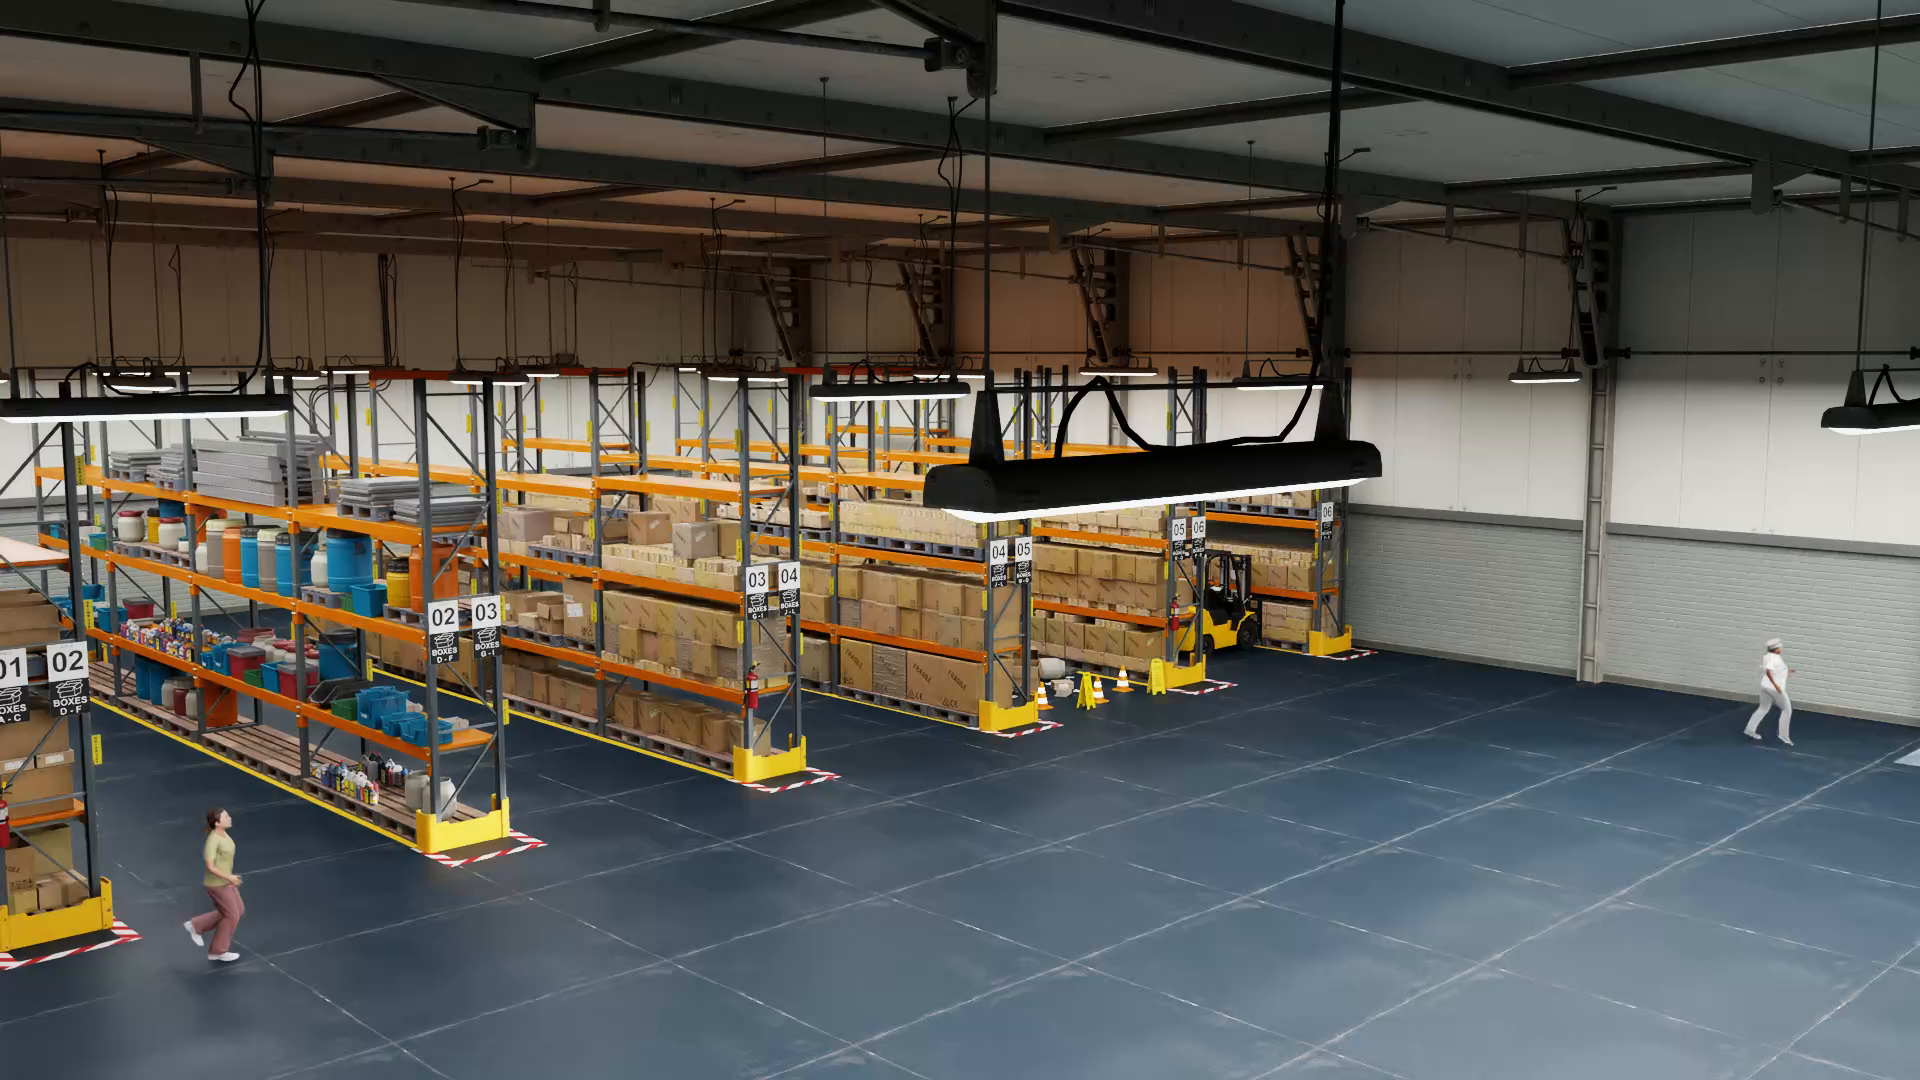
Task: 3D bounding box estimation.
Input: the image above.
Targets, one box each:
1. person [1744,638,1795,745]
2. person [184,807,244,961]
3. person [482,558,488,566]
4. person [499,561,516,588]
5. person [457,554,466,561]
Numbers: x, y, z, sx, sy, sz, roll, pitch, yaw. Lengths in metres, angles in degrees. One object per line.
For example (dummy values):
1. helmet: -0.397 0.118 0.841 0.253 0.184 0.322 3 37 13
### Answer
1. person: 13.144 2.456 26.923 0.777 1.756 0.547 -1 6 -5
2. person: -7.776 3.579 17.325 0.613 1.632 0.593 -2 7 -14
3. person: -11.391 0.955 40.322 0.828 1.775 0.794 -6 9 -43
4. person: -11.046 0.893 40.604 0.712 1.747 0.563 5 8 37
5. person: -11.520 1.150 38.335 0.716 1.777 0.899 -2 7 -18
